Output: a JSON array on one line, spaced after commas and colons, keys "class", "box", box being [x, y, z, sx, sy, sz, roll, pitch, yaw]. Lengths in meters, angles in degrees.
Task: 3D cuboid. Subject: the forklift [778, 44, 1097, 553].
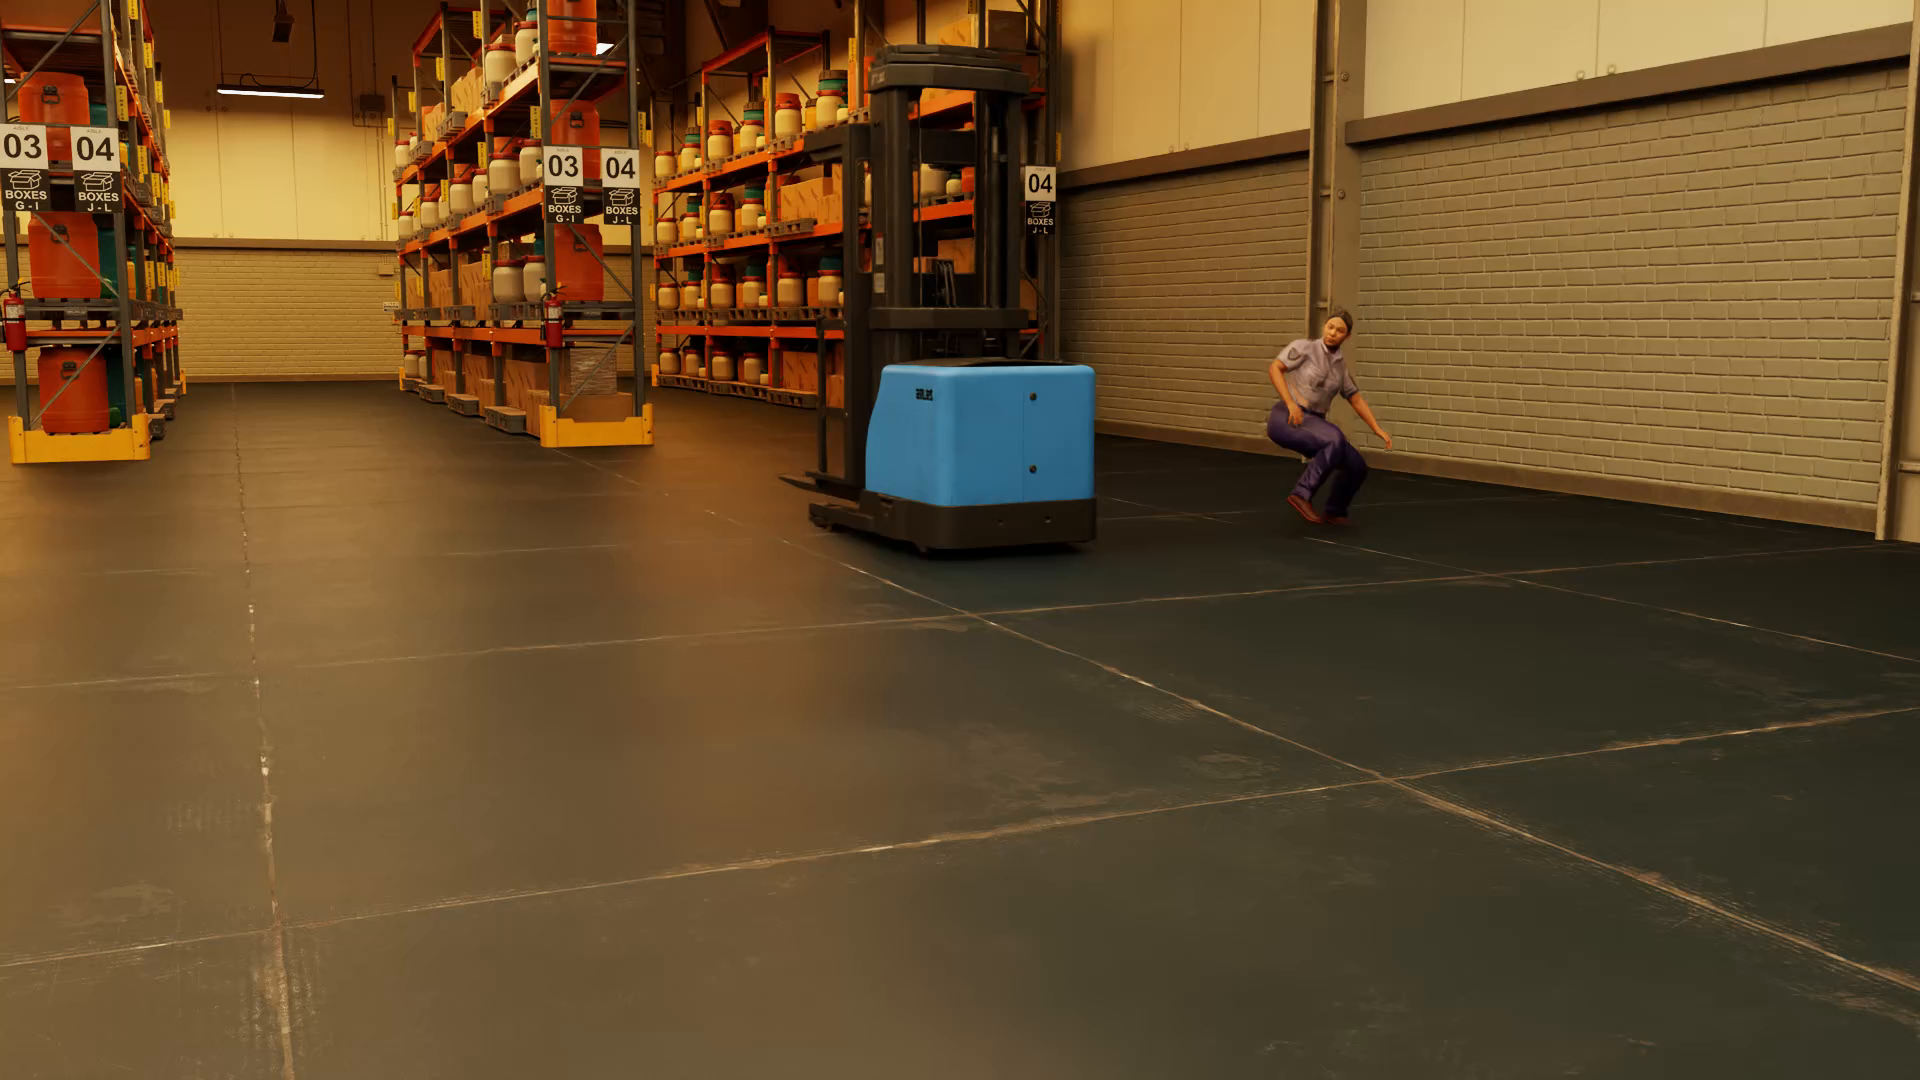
[{"class": "forklift", "box": [-0.323, -1.531, 10.557, 1.130, 2.935, 3.031, -4, 8, -27]}]

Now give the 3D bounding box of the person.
[{"class": "person", "box": [2.319, -0.736, 10.582, 0.632, 1.439, 0.825, 7, 10, 42]}]
